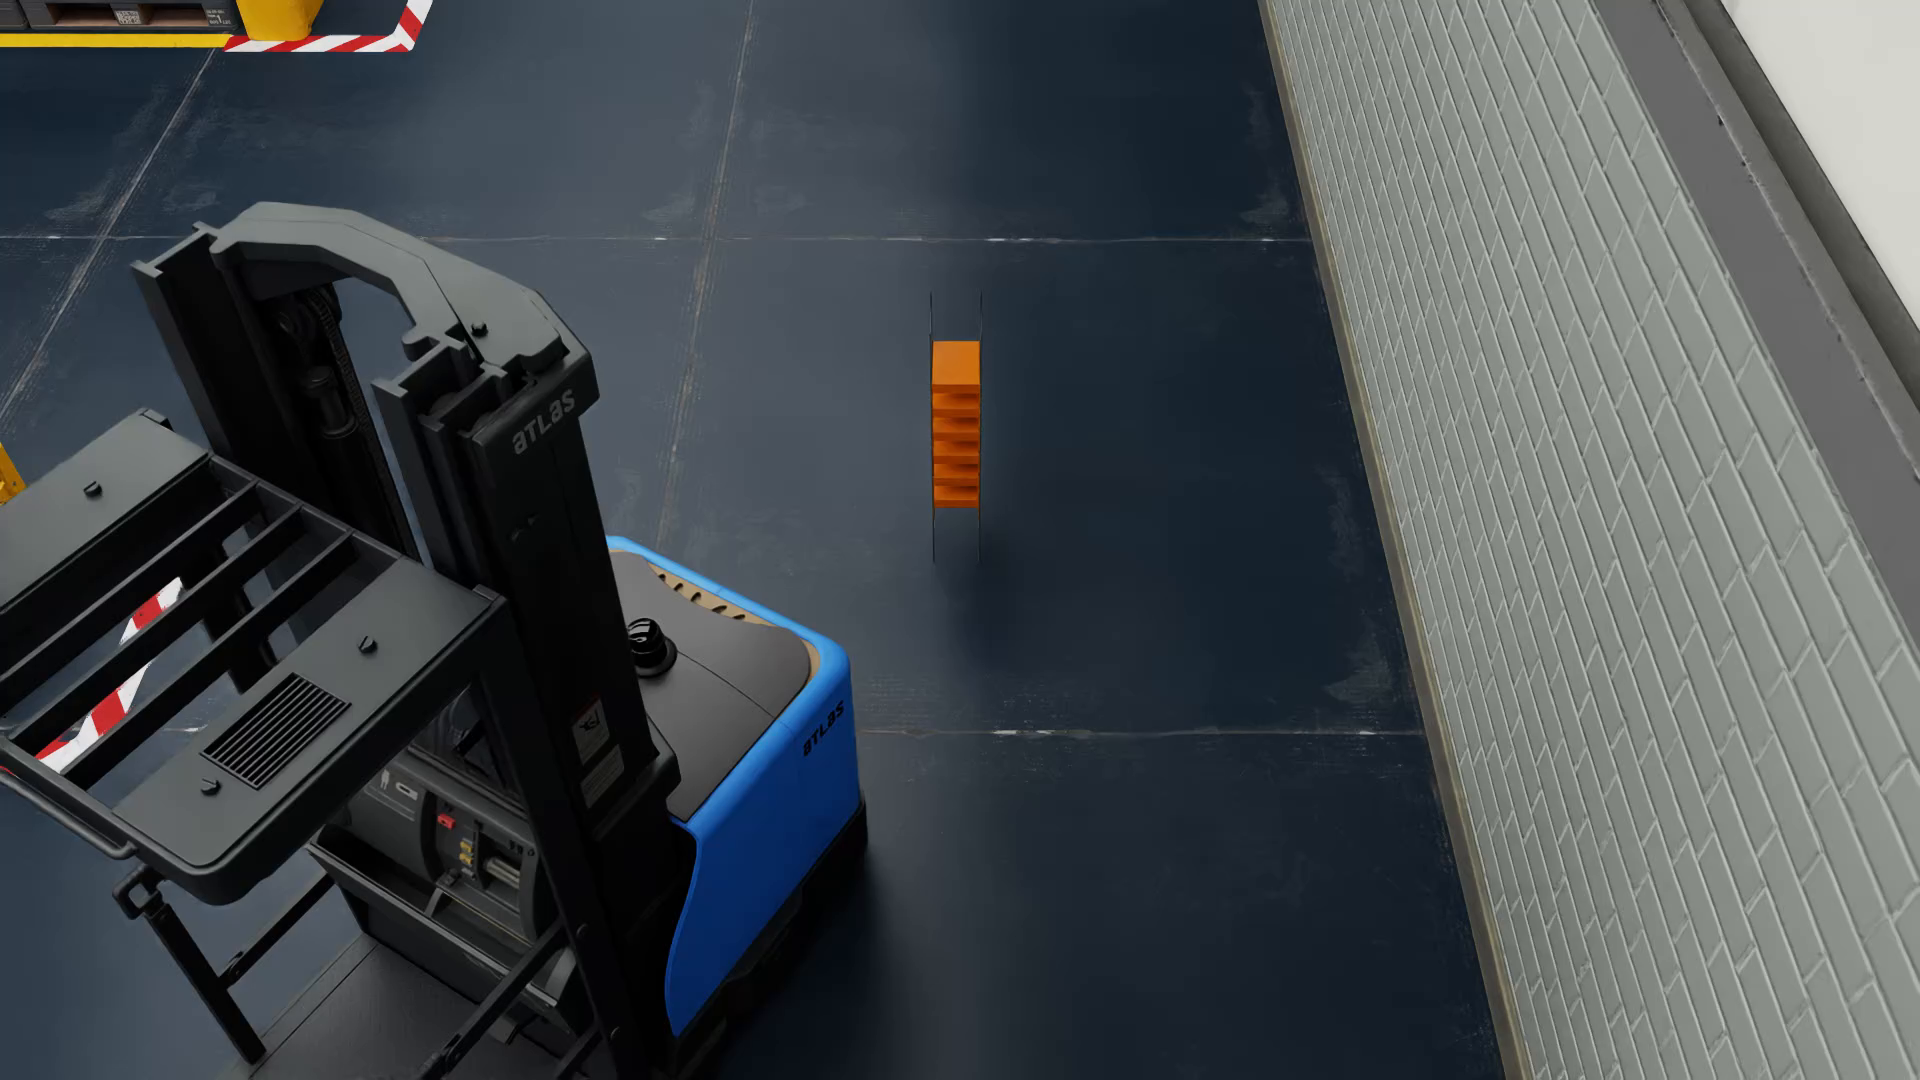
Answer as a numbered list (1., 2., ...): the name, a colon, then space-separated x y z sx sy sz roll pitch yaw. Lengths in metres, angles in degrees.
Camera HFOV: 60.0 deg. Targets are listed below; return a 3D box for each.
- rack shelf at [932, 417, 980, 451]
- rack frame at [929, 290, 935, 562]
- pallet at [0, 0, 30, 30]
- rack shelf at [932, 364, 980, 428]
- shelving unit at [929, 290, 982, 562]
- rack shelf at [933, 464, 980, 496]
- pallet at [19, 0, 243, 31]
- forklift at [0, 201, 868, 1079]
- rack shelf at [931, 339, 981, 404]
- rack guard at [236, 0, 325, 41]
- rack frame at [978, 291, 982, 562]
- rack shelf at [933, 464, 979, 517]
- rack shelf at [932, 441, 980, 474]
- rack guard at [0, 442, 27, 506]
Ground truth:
1. rack shelf: -0.014 -0.460 6.336 0.180 0.103 0.258 0 47 0
2. rack frame: -0.106 -0.409 6.392 0.006 1.200 0.240 0 47 0
3. pallet: -5.964 -3.370 9.823 1.213 0.211 1.003 0 47 0
4. rack shelf: -0.014 -0.542 6.248 0.180 0.103 0.258 0 47 0
5. shelving unit: -0.014 -0.409 6.392 0.189 1.200 0.258 0 47 0
6. rack shelf: -0.014 -0.297 6.512 0.180 0.103 0.258 0 47 0
7. pallet: -4.747 -3.364 9.818 1.213 0.211 1.003 0 47 0
8. forklift: -1.525 0.798 4.086 1.130 2.935 3.031 24 52 21
9. rack shelf: -0.014 -0.624 6.161 0.180 0.103 0.258 0 47 0
10. rack guard: -3.898 -3.442 9.693 0.348 0.500 1.175 0 47 0
11. rack frame: 0.077 -0.409 6.391 0.006 1.200 0.240 0 47 0
12. rack shelf: -0.014 -0.215 6.600 0.180 0.103 0.258 0 47 0
13. rack shelf: -0.014 -0.379 6.424 0.180 0.103 0.258 0 47 0
14. rack guard: -3.917 0.193 6.309 0.348 0.500 1.175 0 47 0
